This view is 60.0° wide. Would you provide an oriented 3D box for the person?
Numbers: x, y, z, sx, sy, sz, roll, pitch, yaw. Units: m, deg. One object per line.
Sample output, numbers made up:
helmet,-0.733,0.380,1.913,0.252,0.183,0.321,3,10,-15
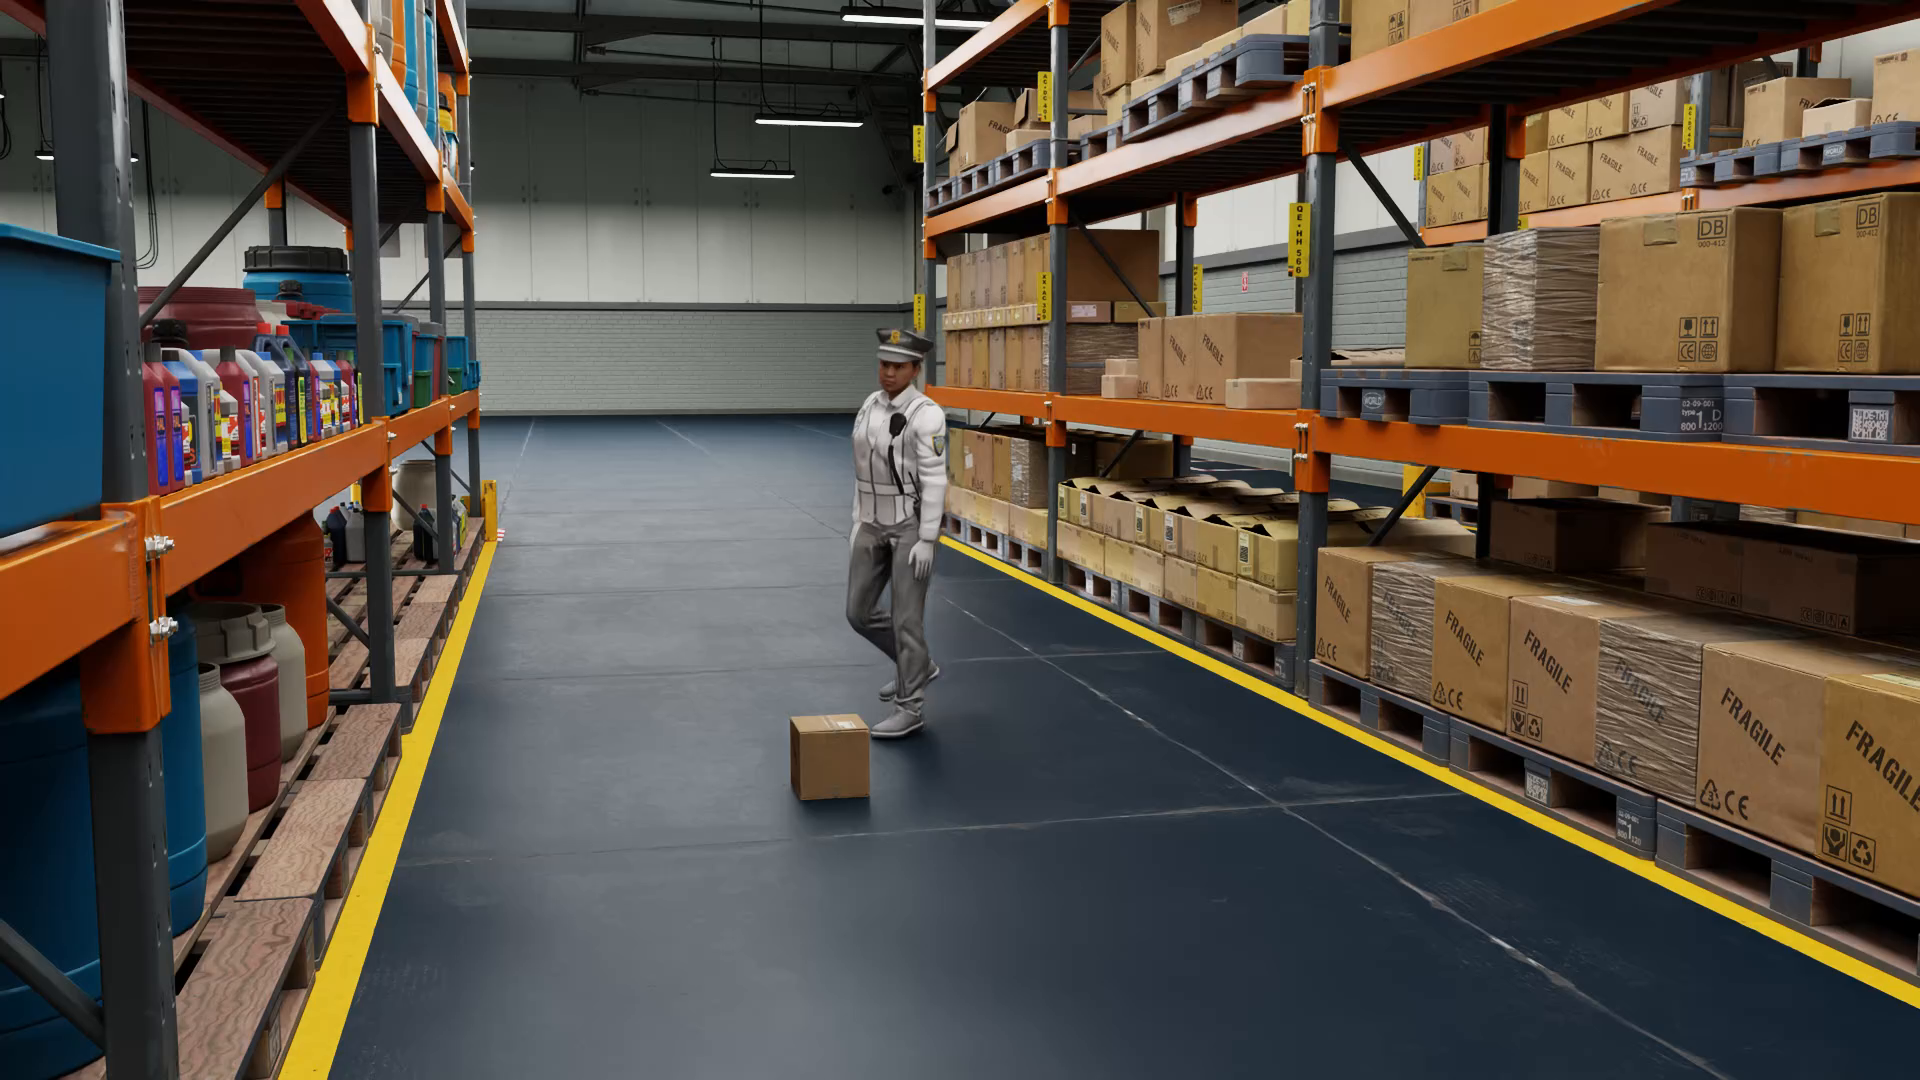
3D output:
person,-0.207,-0.036,6.890,0.541,1.667,0.514,6,9,45
